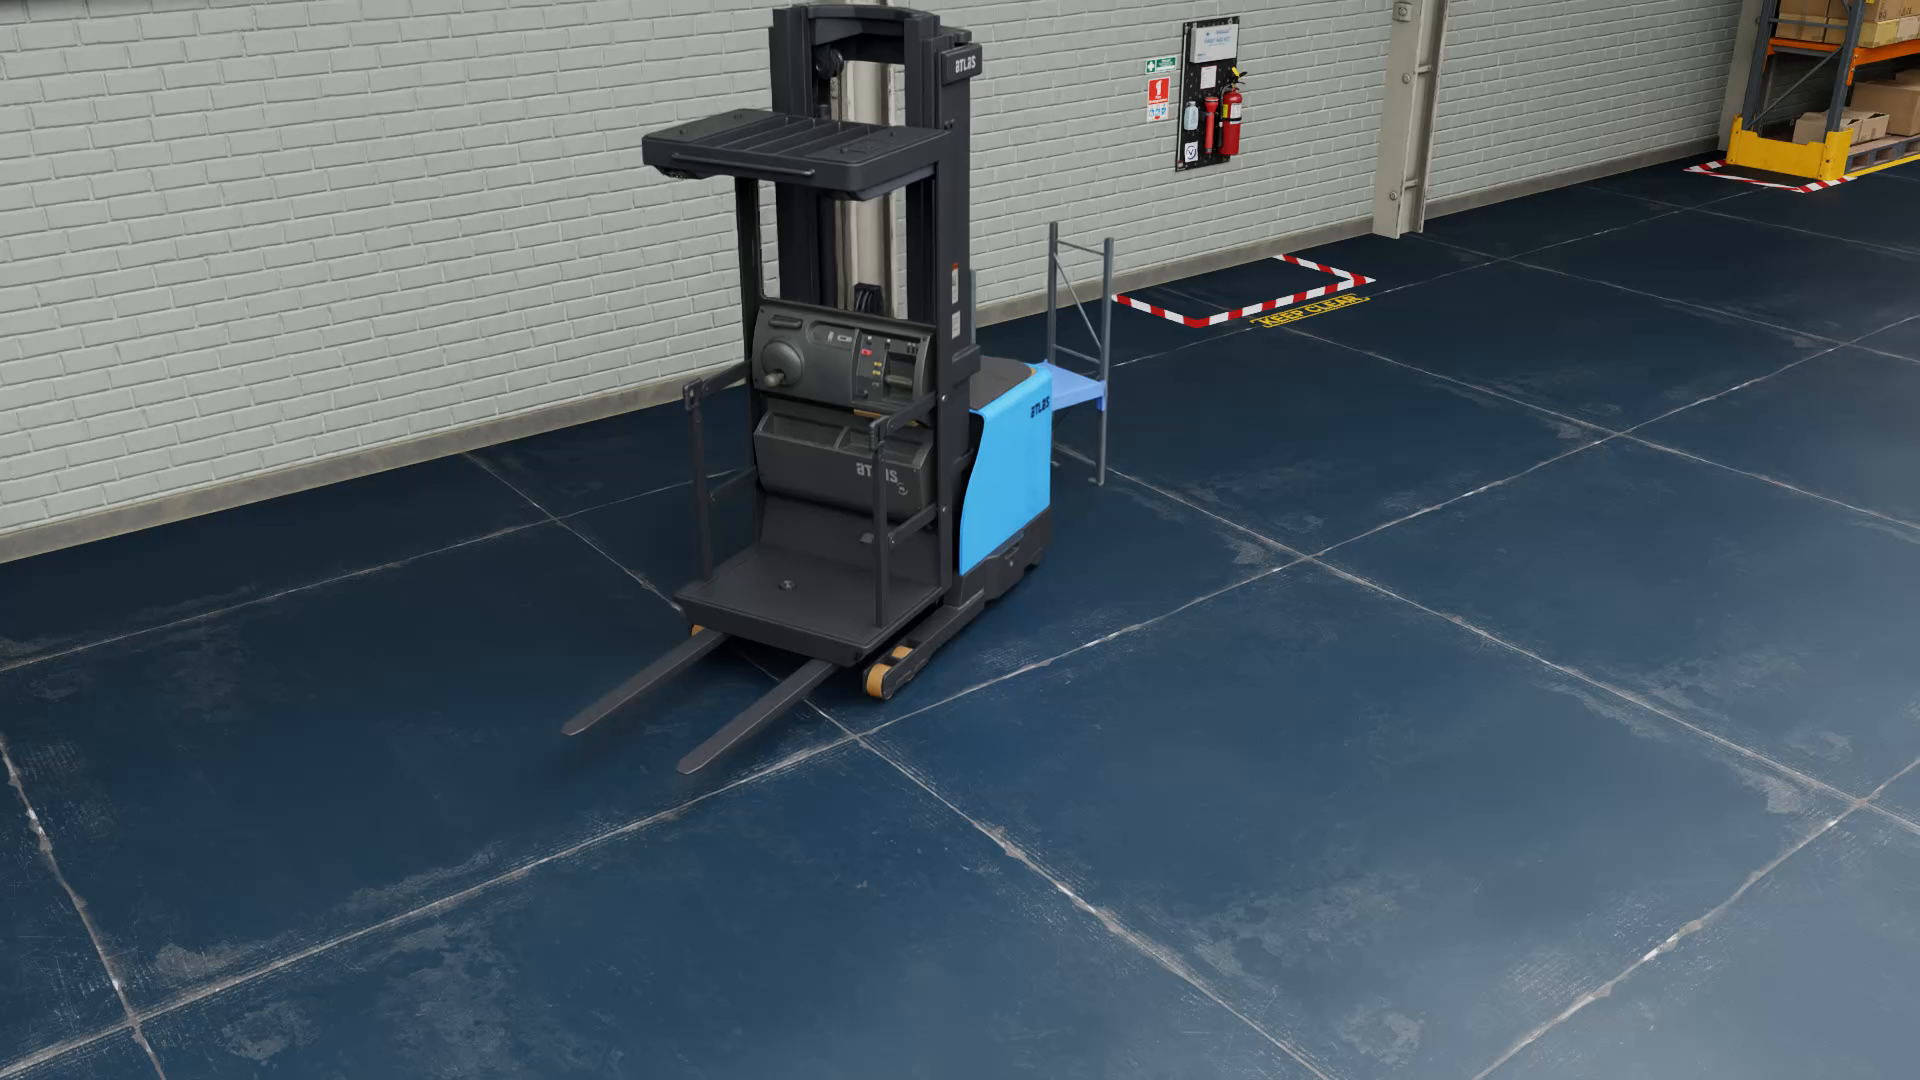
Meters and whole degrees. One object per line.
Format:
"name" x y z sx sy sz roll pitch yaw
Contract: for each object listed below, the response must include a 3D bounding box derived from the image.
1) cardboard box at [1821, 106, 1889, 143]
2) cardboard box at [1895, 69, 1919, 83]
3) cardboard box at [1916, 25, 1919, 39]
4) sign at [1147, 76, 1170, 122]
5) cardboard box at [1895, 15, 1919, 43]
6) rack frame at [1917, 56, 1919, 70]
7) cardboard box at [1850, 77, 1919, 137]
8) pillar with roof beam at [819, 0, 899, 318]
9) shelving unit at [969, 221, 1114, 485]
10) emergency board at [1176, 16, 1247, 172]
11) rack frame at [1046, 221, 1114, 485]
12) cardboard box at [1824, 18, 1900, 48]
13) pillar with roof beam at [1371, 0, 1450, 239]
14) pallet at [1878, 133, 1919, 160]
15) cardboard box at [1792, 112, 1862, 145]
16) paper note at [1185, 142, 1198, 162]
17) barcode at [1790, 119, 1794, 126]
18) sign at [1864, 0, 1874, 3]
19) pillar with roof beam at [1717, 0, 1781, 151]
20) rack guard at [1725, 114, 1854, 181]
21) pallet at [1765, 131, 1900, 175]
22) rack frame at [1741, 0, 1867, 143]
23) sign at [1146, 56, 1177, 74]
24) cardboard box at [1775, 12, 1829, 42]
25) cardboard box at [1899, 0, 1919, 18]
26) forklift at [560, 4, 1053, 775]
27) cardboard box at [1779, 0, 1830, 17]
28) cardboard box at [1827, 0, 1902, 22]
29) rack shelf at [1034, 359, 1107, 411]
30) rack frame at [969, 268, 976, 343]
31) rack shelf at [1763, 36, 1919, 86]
"cardboard box" 9.790 -4.580 18.227 0.500 0.311 0.500 -15 29 -30
"cardboard box" 11.097 -5.124 19.174 0.500 0.500 0.500 -21 32 -38
"cardboard box" 10.125 -5.535 17.767 0.500 0.250 0.500 -19 31 -35
"sign" 1.570 -3.489 13.163 0.234 0.329 0.001 -18 31 -34
"cardboard box" 9.721 -5.404 17.486 0.500 0.250 0.500 -19 31 -36
"rack frame" 11.889 -6.341 19.350 0.127 3.000 1.000 -18 31 -34
"cardboard box" 10.398 -4.840 18.562 0.500 0.500 0.700 -21 32 -37
"pillar with roof beam" 1.971 -3.948 7.068 0.400 9.000 9.100 -18 31 -34
"shelving unit" 0.302 -0.956 9.528 1.048 1.500 0.538 -19 31 -36
"emergency board" 2.068 -3.583 13.406 0.643 1.169 0.194 -18 31 -34
"rack frame" 0.692 -1.093 9.823 0.032 1.500 0.500 -19 31 -36
"cardboard box" 9.321 -5.265 17.185 0.500 0.250 0.500 -19 31 -35
"pillar with roof beam" 6.693 -5.507 10.427 0.400 9.000 9.100 -18 31 -34
"pallet" 10.421 -4.572 18.850 1.213 0.211 1.003 -18 31 -34
"cardboard box" 9.341 -4.432 17.908 0.500 0.311 0.500 -23 33 -40
"paper note" 1.886 -3.160 13.542 0.142 0.148 0.016 -18 31 -34
"barcode" 9.108 -4.573 18.202 0.075 0.075 0.001 -18 31 -34
"sign" 9.076 -5.515 16.542 0.005 0.325 0.100 -18 31 -34
"pillar with roof beam" 11.414 -7.066 13.785 0.400 9.000 9.100 -18 31 -34
"rack guard" 8.801 -4.188 17.680 0.348 0.500 1.175 -18 31 -34
"pallet" 9.462 -4.256 18.170 1.213 0.211 1.003 -18 31 -34
"rack frame" 8.741 -5.302 17.111 0.127 3.000 1.000 -18 31 -34
"sign" 1.579 -3.728 13.048 0.331 0.109 0.001 -18 31 -34
"cardboard box" 8.989 -5.429 17.539 0.500 0.250 0.500 -18 30 -33
"cardboard box" 9.697 -5.733 17.303 0.500 0.500 0.500 -18 30 -34
"forklift" -0.657 -0.810 7.514 1.130 2.935 3.031 13 28 26
"cardboard box" 8.981 -5.776 17.396 0.500 0.500 0.500 -19 31 -35
"cardboard box" 9.302 -5.608 17.034 0.500 0.500 0.500 -18 31 -34
"rack shelf" 0.302 -0.793 9.603 1.000 0.185 0.538 -19 31 -36
"rack frame" -0.088 -0.818 9.232 0.032 1.500 0.500 -19 31 -36
"rack shelf" 10.315 -5.495 18.382 4.000 0.370 1.077 -18 31 -34
